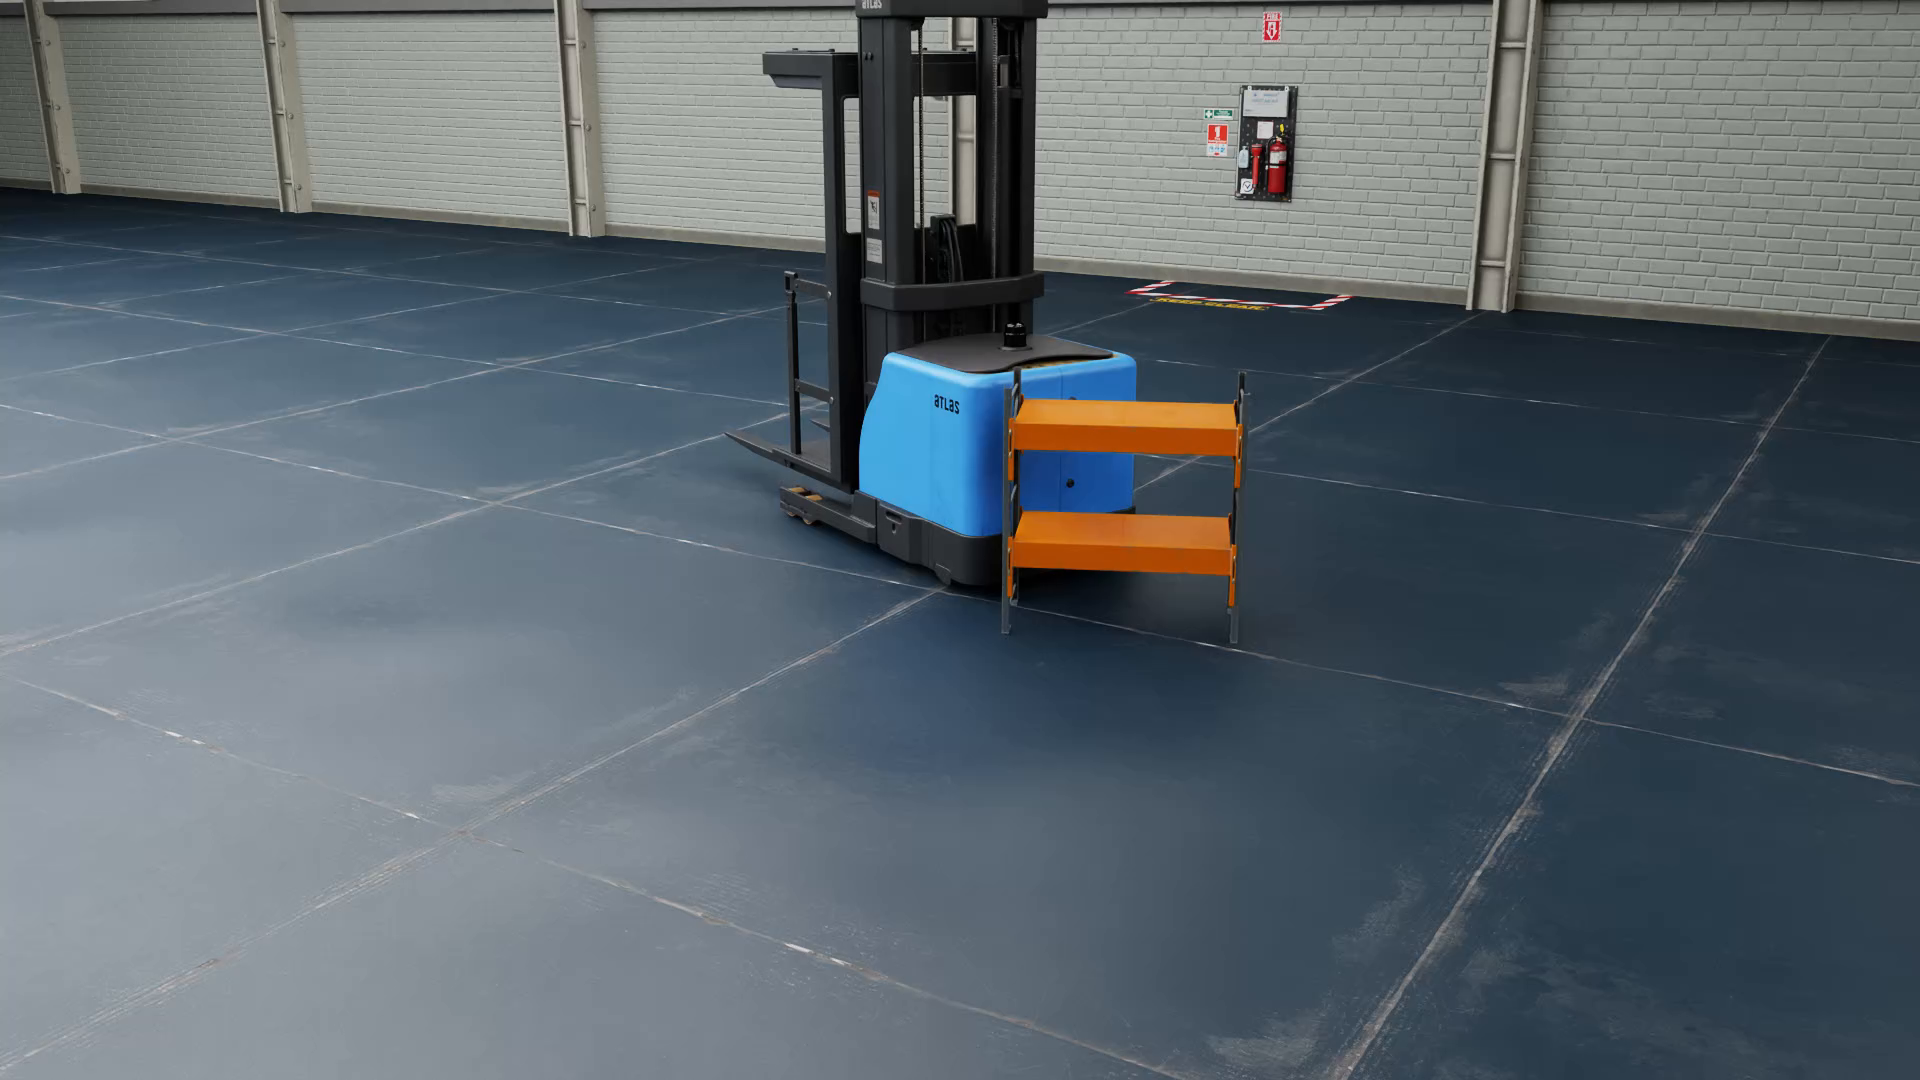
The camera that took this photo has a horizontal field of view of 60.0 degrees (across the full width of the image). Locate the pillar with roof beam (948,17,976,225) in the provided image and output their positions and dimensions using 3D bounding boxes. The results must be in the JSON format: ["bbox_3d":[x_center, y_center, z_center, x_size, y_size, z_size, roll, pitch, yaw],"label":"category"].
[{"bbox_3d":[-2.145,-6.427,14.558,0.400,9.000,9.100,10,20,30],"label":"pillar with roof beam"}]

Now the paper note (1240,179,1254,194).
[{"bbox_3d":[3.020,-3.718,17.477,0.142,0.148,0.016,10,20,30],"label":"paper note"}]

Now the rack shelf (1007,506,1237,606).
[{"bbox_3d":[0.739,0.066,7.570,1.000,0.278,0.538,2,17,7],"label":"rack shelf"}]

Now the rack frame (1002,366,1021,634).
[{"bbox_3d":[0.235,-0.187,7.560,0.032,1.125,0.500,2,17,7],"label":"rack frame"}]

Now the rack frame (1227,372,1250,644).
[{"bbox_3d":[1.244,-0.149,7.438,0.032,1.125,0.500,2,17,7],"label":"rack frame"}]

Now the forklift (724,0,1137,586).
[{"bbox_3d":[-0.350,-1.555,8.956,1.130,2.935,3.031,-11,20,-32],"label":"forklift"}]

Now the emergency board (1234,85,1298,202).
[{"bbox_3d":[3.135,-4.096,17.204,0.643,1.169,0.194,10,20,30],"label":"emergency board"}]

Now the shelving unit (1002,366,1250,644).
[{"bbox_3d":[0.739,-0.168,7.499,1.048,1.125,0.538,2,17,7],"label":"shelving unit"}]

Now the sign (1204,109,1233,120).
[{"bbox_3d":[2.717,-4.473,17.473,0.331,0.109,0.001,10,20,30],"label":"sign"}]

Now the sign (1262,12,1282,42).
[{"bbox_3d":[3.180,-5.231,16.953,0.199,0.298,0.001,10,20,30],"label":"sign"}]

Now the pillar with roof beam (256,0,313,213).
[{"bbox_3d":[-12.370,-8.253,20.567,0.400,9.000,9.100,10,20,30],"label":"pillar with roof beam"}]

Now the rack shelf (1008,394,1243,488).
[{"bbox_3d":[0.739,-0.448,7.414,1.000,0.278,0.538,2,17,7],"label":"rack shelf"}]

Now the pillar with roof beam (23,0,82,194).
[{"bbox_3d":[-17.483,-9.165,23.572,0.400,9.000,9.100,10,20,30],"label":"pillar with roof beam"}]

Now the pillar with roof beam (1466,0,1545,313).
[{"bbox_3d":[2.968,-5.515,11.554,0.400,9.000,9.100,10,20,30],"label":"pillar with roof beam"}]

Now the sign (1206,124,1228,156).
[{"bbox_3d":[2.718,-4.223,17.560,0.234,0.329,0.001,10,20,30],"label":"sign"}]

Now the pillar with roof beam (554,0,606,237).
[{"bbox_3d":[-7.258,-7.340,17.563,0.400,9.000,9.100,10,20,30],"label":"pillar with roof beam"}]
